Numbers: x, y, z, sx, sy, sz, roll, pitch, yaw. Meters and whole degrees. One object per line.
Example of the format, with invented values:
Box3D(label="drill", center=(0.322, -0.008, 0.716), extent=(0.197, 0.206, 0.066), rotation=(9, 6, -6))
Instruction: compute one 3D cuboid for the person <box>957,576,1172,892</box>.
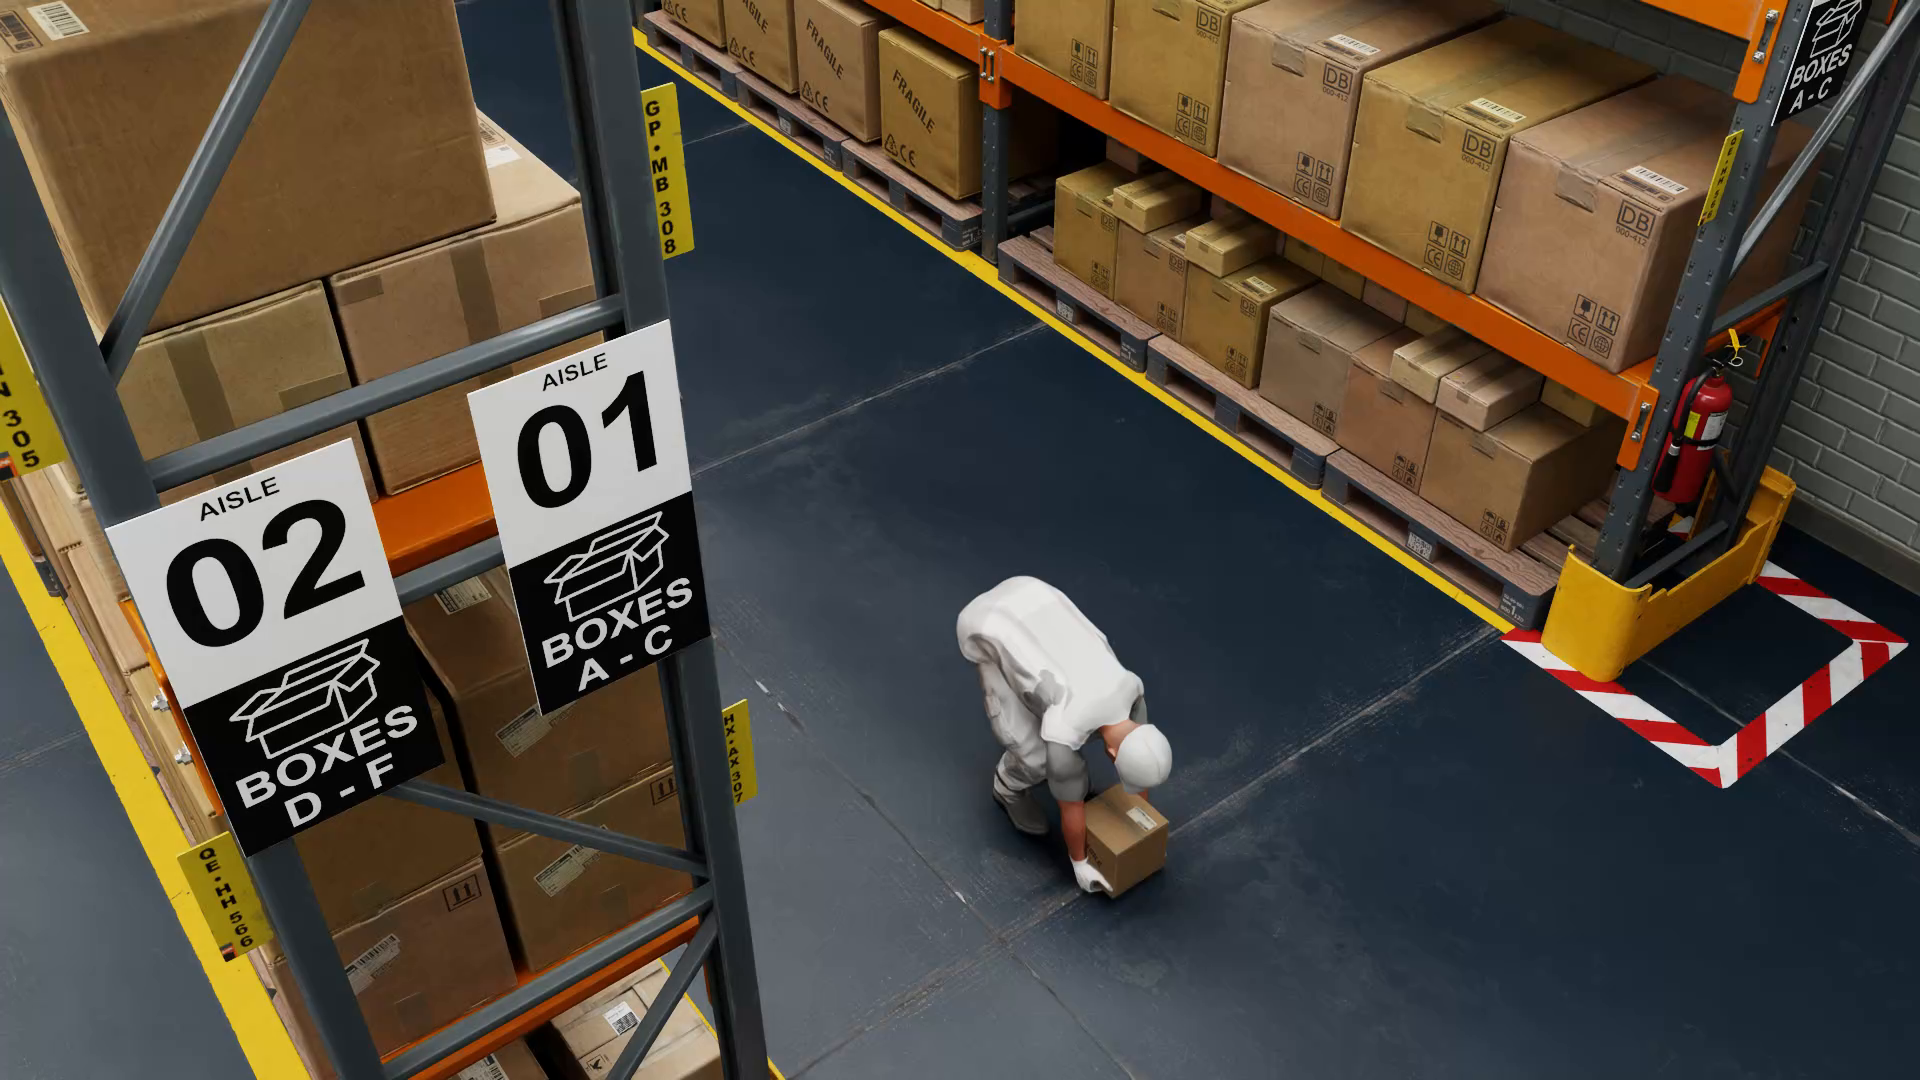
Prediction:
Box3D(label="person", center=(0.397, 0.679, 5.984), extent=(0.529, 0.941, 0.949), rotation=(-28, 48, -30))
